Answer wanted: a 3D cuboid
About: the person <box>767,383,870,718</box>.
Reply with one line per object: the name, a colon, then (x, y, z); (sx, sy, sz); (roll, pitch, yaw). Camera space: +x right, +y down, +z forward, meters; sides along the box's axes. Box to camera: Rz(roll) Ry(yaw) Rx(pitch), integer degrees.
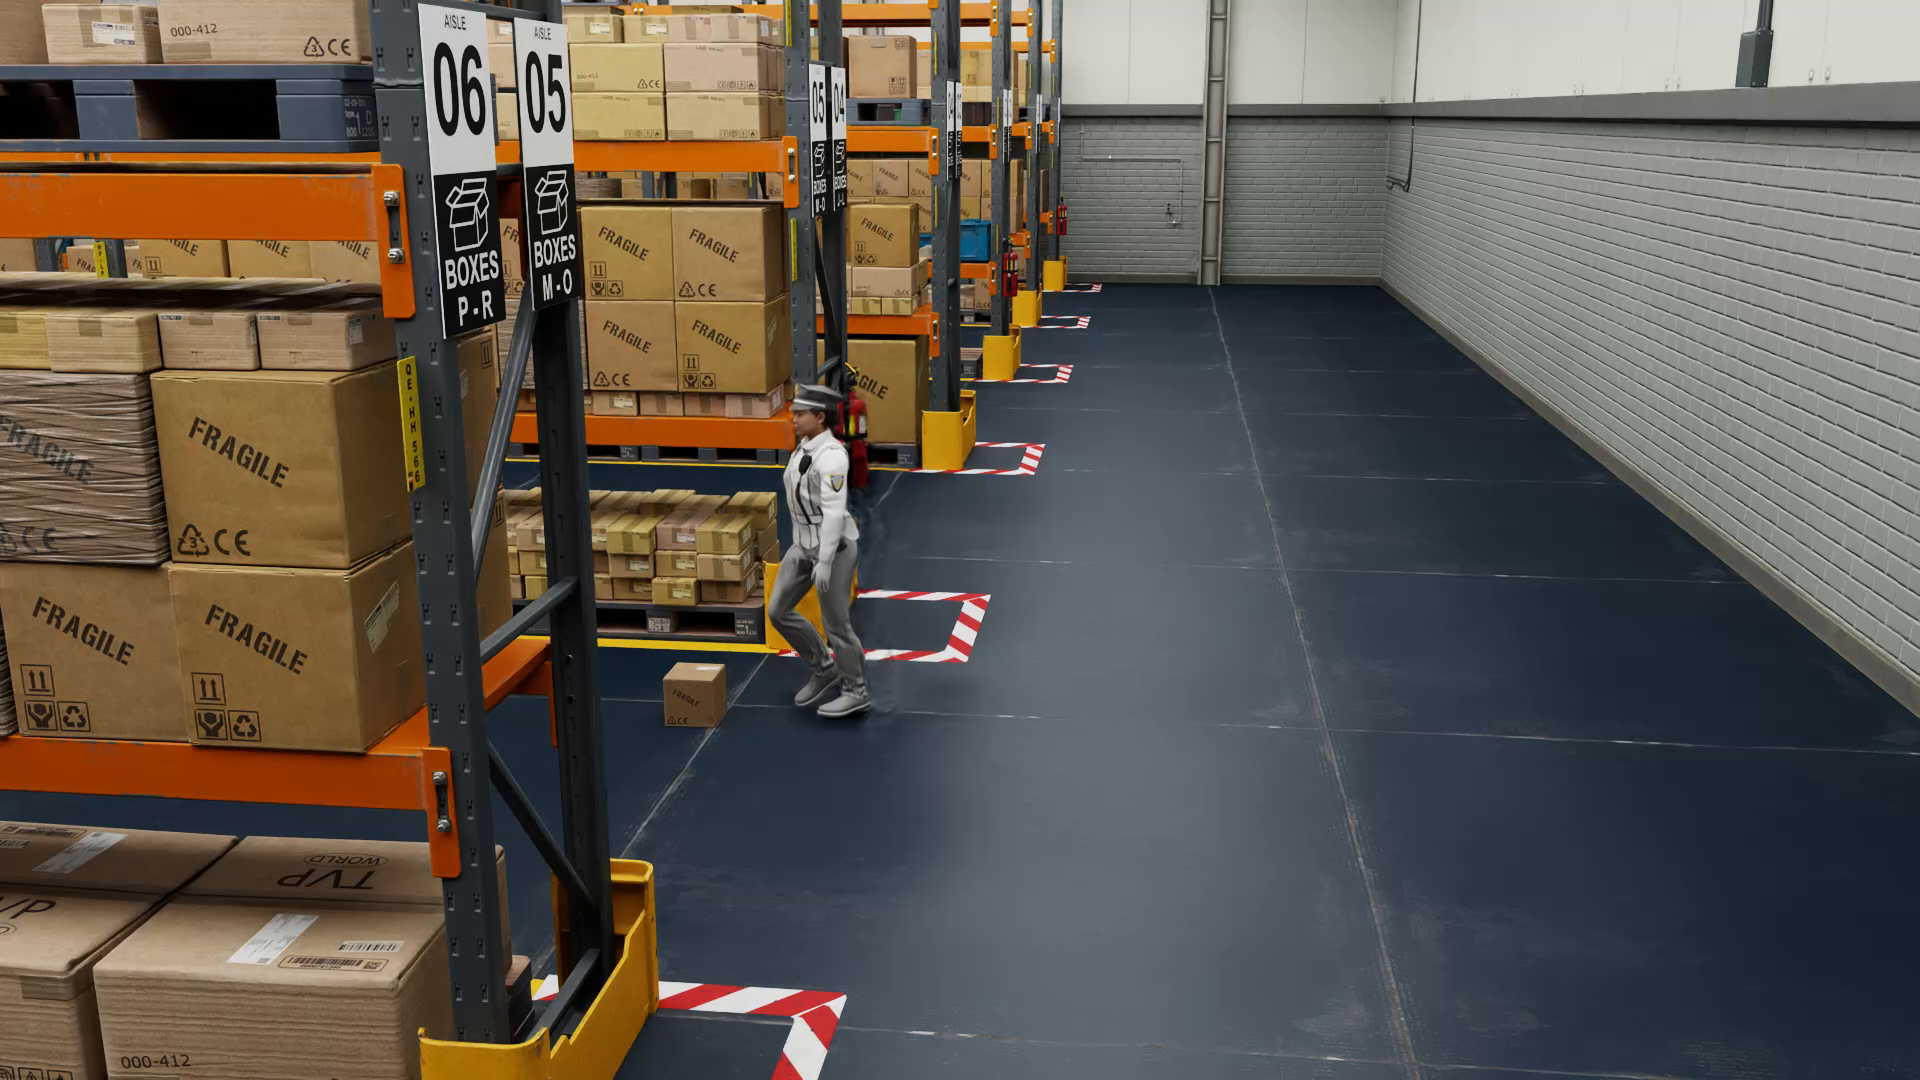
person: (-0.691, 0.054, 8.179); (0.442, 1.675, 0.515); (-8, 17, -29)
